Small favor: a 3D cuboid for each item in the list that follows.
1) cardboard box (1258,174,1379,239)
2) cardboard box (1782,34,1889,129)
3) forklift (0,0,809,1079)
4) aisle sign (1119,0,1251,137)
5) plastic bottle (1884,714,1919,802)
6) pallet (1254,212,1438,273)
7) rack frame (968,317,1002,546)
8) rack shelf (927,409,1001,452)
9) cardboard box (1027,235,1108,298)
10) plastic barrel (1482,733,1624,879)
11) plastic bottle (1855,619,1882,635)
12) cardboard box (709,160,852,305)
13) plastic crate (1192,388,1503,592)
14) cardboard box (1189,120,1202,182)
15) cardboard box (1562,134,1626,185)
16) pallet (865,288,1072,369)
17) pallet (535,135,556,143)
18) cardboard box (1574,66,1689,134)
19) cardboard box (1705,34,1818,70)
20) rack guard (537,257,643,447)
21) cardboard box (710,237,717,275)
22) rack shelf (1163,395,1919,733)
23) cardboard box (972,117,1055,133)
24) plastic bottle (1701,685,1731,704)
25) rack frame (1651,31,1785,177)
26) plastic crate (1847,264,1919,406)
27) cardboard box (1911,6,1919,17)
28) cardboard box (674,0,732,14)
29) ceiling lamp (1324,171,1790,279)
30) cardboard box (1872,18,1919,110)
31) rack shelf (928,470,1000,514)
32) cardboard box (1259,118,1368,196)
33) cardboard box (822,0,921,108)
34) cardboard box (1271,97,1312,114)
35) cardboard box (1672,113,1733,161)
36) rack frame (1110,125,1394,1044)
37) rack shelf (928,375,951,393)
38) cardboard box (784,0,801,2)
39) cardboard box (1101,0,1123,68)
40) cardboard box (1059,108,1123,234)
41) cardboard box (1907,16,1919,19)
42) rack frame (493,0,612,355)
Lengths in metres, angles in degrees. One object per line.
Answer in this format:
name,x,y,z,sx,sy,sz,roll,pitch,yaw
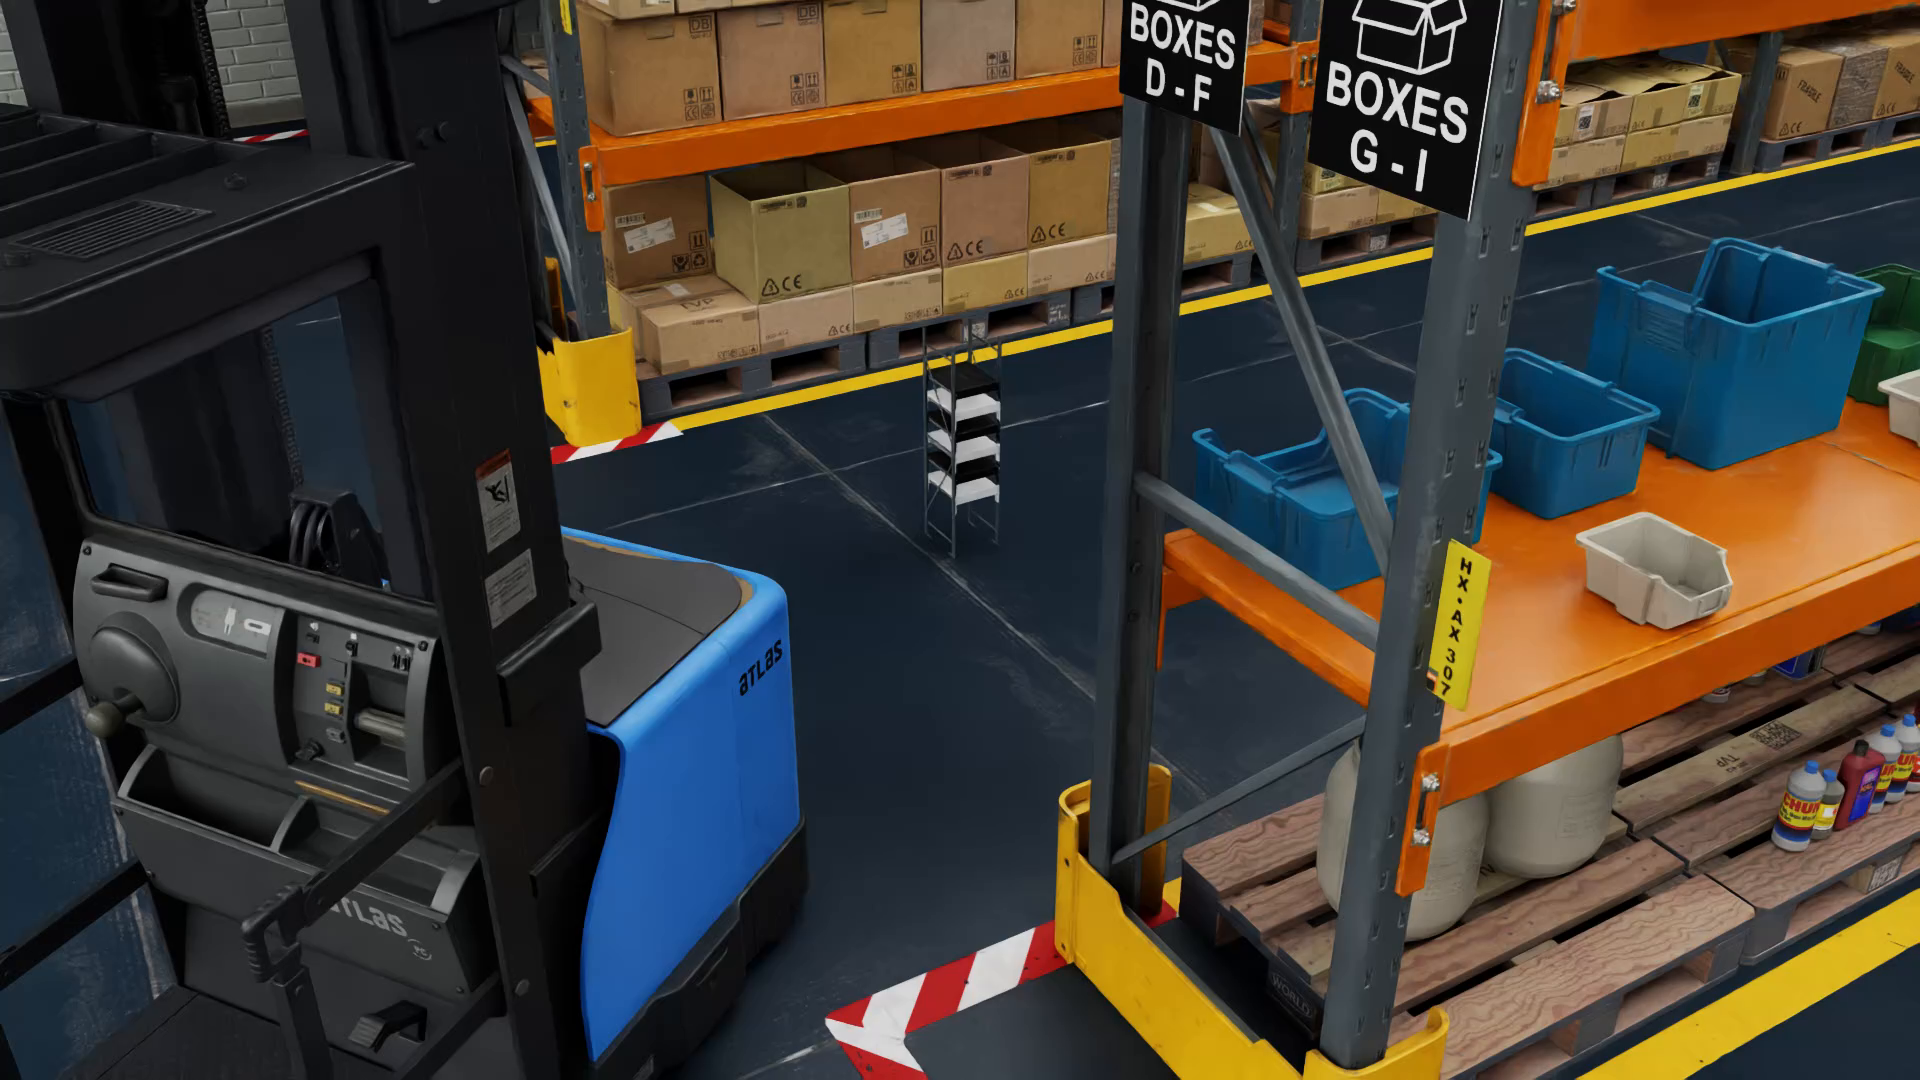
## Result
cardboard box,2.059,-1.968,9.623,0.500,0.250,0.500,-17,33,-27
cardboard box,6.020,-3.193,11.562,0.500,0.500,0.500,-17,33,-28
forklift,-1.509,0.308,3.159,1.130,2.935,3.031,12,31,21
aisle sign,0.431,-1.193,3.117,0.004,0.787,0.394,-16,33,-26
plastic bottle,2.746,0.631,4.871,0.097,0.271,0.097,0,29,0
pallet,2.201,-1.968,10.098,1.213,0.211,1.003,-16,33,-26
rack frame,0.095,-0.421,6.581,0.006,0.900,0.240,-16,33,-26
rack shelf,0.007,-0.446,6.509,0.200,0.077,0.258,-16,33,-26
cardboard box,0.437,-1.521,8.813,0.500,0.250,0.500,-16,33,-26
plastic barrel,1.604,0.641,4.625,0.421,0.512,0.421,0,29,0
plastic bottle,3.122,0.184,5.680,0.097,0.271,0.097,0,29,0
cardboard box,-0.858,-1.483,7.969,0.500,0.500,0.500,-16,33,-26
plastic crate,0.923,-0.131,4.037,0.616,0.251,0.499,-16,33,-26
cardboard box,1.027,-2.318,9.480,0.500,0.500,0.500,-16,33,-26
cardboard box,3.827,-2.472,10.535,0.500,0.250,0.500,-15,32,-25
pallet,-0.174,-1.294,8.876,1.213,0.211,1.003,-16,33,-26
pallet,-3.592,-3.058,12.072,1.213,0.211,1.003,-16,33,-26
cardboard box,4.263,-2.836,10.616,0.500,0.311,0.500,-16,33,-27
cardboard box,5.722,-3.397,11.932,0.500,0.500,0.500,-15,32,-24
rack guard,-1.884,-0.913,7.887,0.348,0.500,1.175,-16,33,-26
cardboard box,-1.125,-1.375,8.548,0.500,0.250,0.500,-16,33,-26
rack shelf,2.368,-0.209,4.567,3.809,0.124,0.919,-16,33,-26
cardboard box,0.165,-2.073,9.037,0.500,0.500,0.500,-16,33,-26
plastic bottle,2.435,0.415,5.335,0.097,0.201,0.097,0,29,0
rack frame,5.035,-3.972,10.842,0.127,3.000,1.000,-16,33,-26
plastic crate,2.779,-0.621,4.989,0.662,0.188,0.450,-16,33,-26
cardboard box,7.081,-4.116,12.459,0.500,0.250,0.500,-16,33,-26
cardboard box,-1.189,-2.413,7.243,0.264,0.149,0.389,-15,32,-26
ceiling lamp,3.846,-2.001,10.377,4.000,0.001,0.159,-16,33,-26
cardboard box,6.903,-3.443,12.016,0.500,0.500,0.500,-17,33,-28
rack shelf,0.007,-0.209,6.639,0.200,0.077,0.258,-16,33,-26
cardboard box,2.068,-2.215,9.491,0.500,0.311,0.500,-16,33,-26
cardboard box,-0.573,-2.416,7.919,0.500,0.500,0.700,-16,33,-26
cardboard box,2.235,-2.567,10.127,0.500,0.311,0.500,-15,32,-25
cardboard box,4.704,-2.721,10.988,0.500,0.250,0.500,-15,32,-25
rack frame,0.645,0.052,3.550,0.053,2.616,0.949,-16,33,-26
rack shelf,0.007,-0.616,6.415,0.184,0.015,0.199,-16,33,-26
cardboard box,-0.755,-2.534,7.463,0.250,0.149,0.380,-16,33,-27
cardboard box,0.755,-2.793,8.603,0.500,0.500,0.700,-16,33,-27
cardboard box,0.860,-1.979,8.866,0.500,0.500,0.500,-16,33,-26
cardboard box,7.054,-3.778,12.622,0.500,0.500,0.500,-15,32,-26
rack frame,-1.863,-2.013,7.294,0.127,3.000,1.000,-16,33,-26
